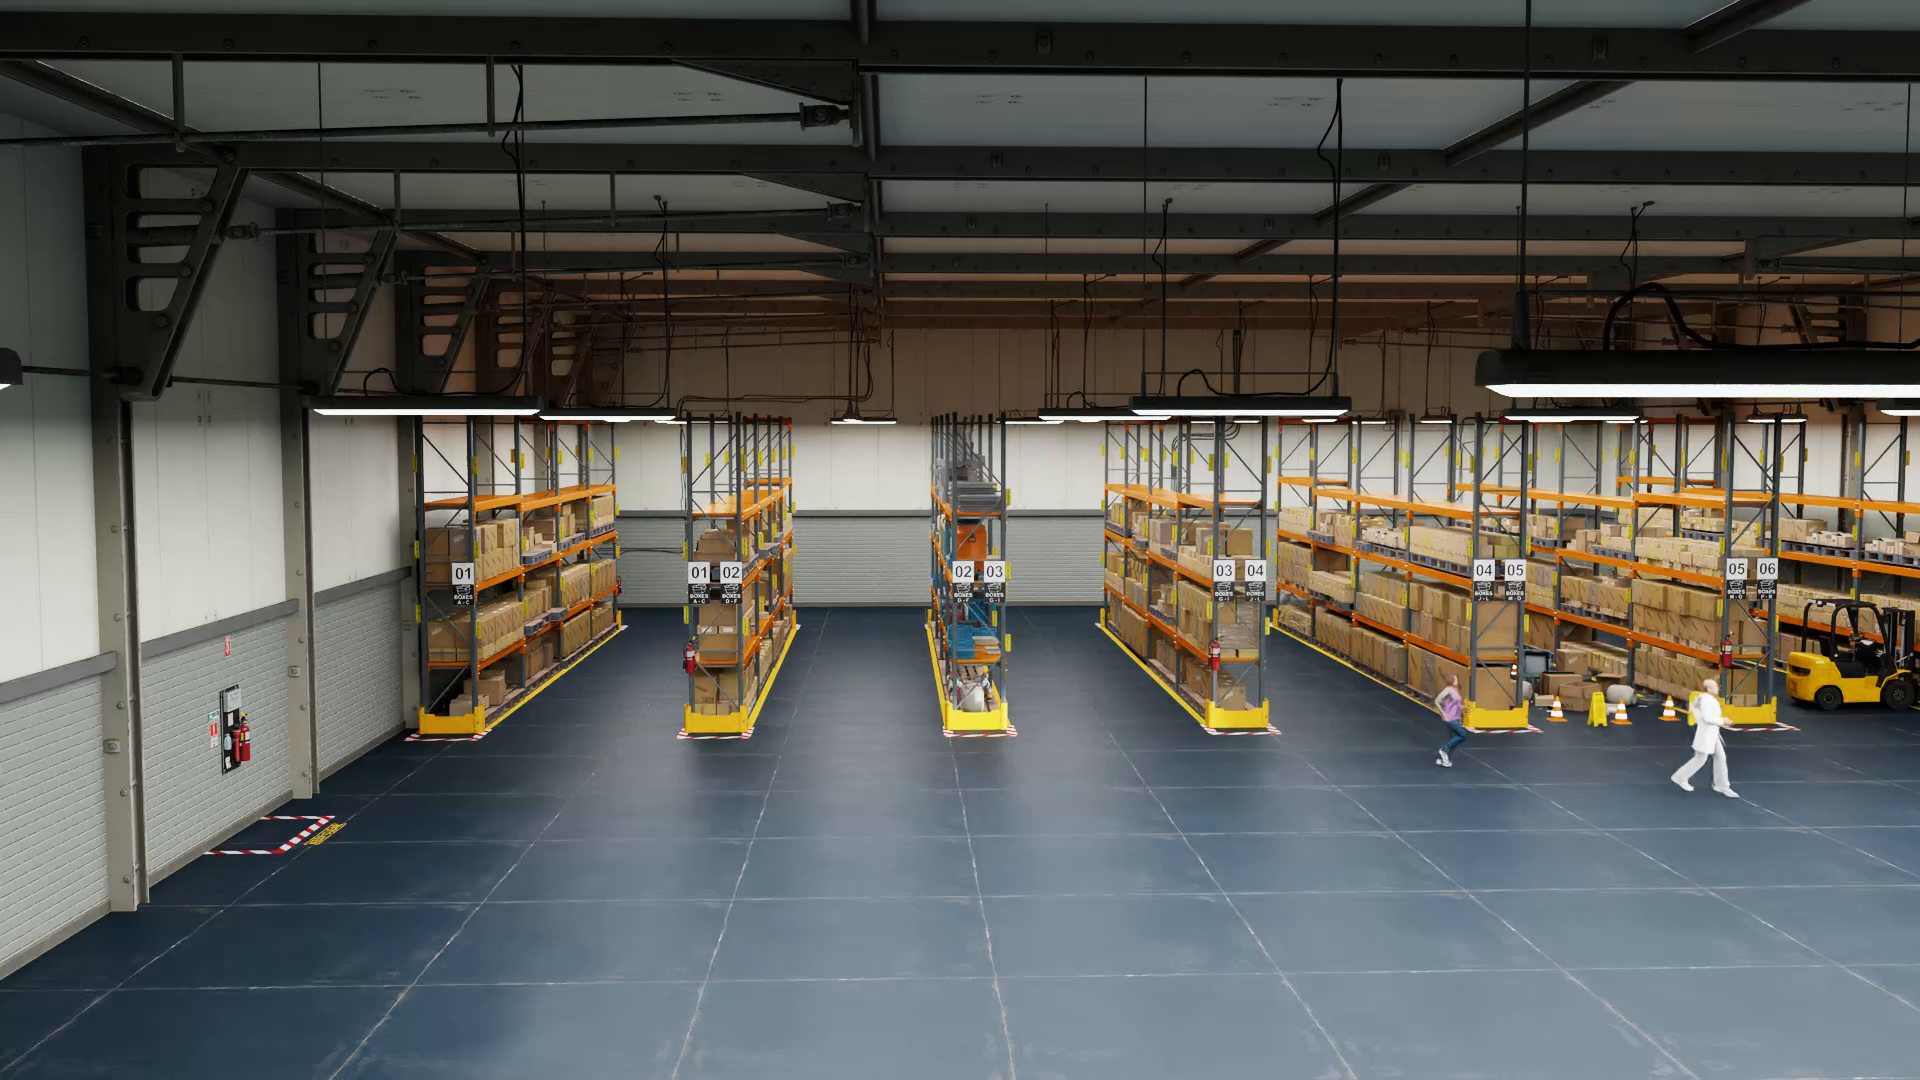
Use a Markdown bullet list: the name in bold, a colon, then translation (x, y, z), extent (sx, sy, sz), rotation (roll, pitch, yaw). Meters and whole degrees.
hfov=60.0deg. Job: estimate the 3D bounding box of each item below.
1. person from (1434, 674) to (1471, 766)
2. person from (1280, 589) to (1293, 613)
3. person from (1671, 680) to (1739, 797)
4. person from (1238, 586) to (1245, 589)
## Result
- **person**: translation (8.295, 3.029, 27.959), extent (0.591, 1.564, 0.522), rotation (3, 5, 33)
- **person**: translation (9.614, 1.535, 49.165), extent (0.582, 1.735, 0.949), rotation (1, 4, 15)
- **person**: translation (11.586, 3.069, 25.841), extent (0.959, 1.813, 0.692), rotation (3, 5, 34)
- **person**: translation (7.862, 1.747, 46.530), extent (0.586, 1.641, 0.783), rotation (0, 4, 6)
